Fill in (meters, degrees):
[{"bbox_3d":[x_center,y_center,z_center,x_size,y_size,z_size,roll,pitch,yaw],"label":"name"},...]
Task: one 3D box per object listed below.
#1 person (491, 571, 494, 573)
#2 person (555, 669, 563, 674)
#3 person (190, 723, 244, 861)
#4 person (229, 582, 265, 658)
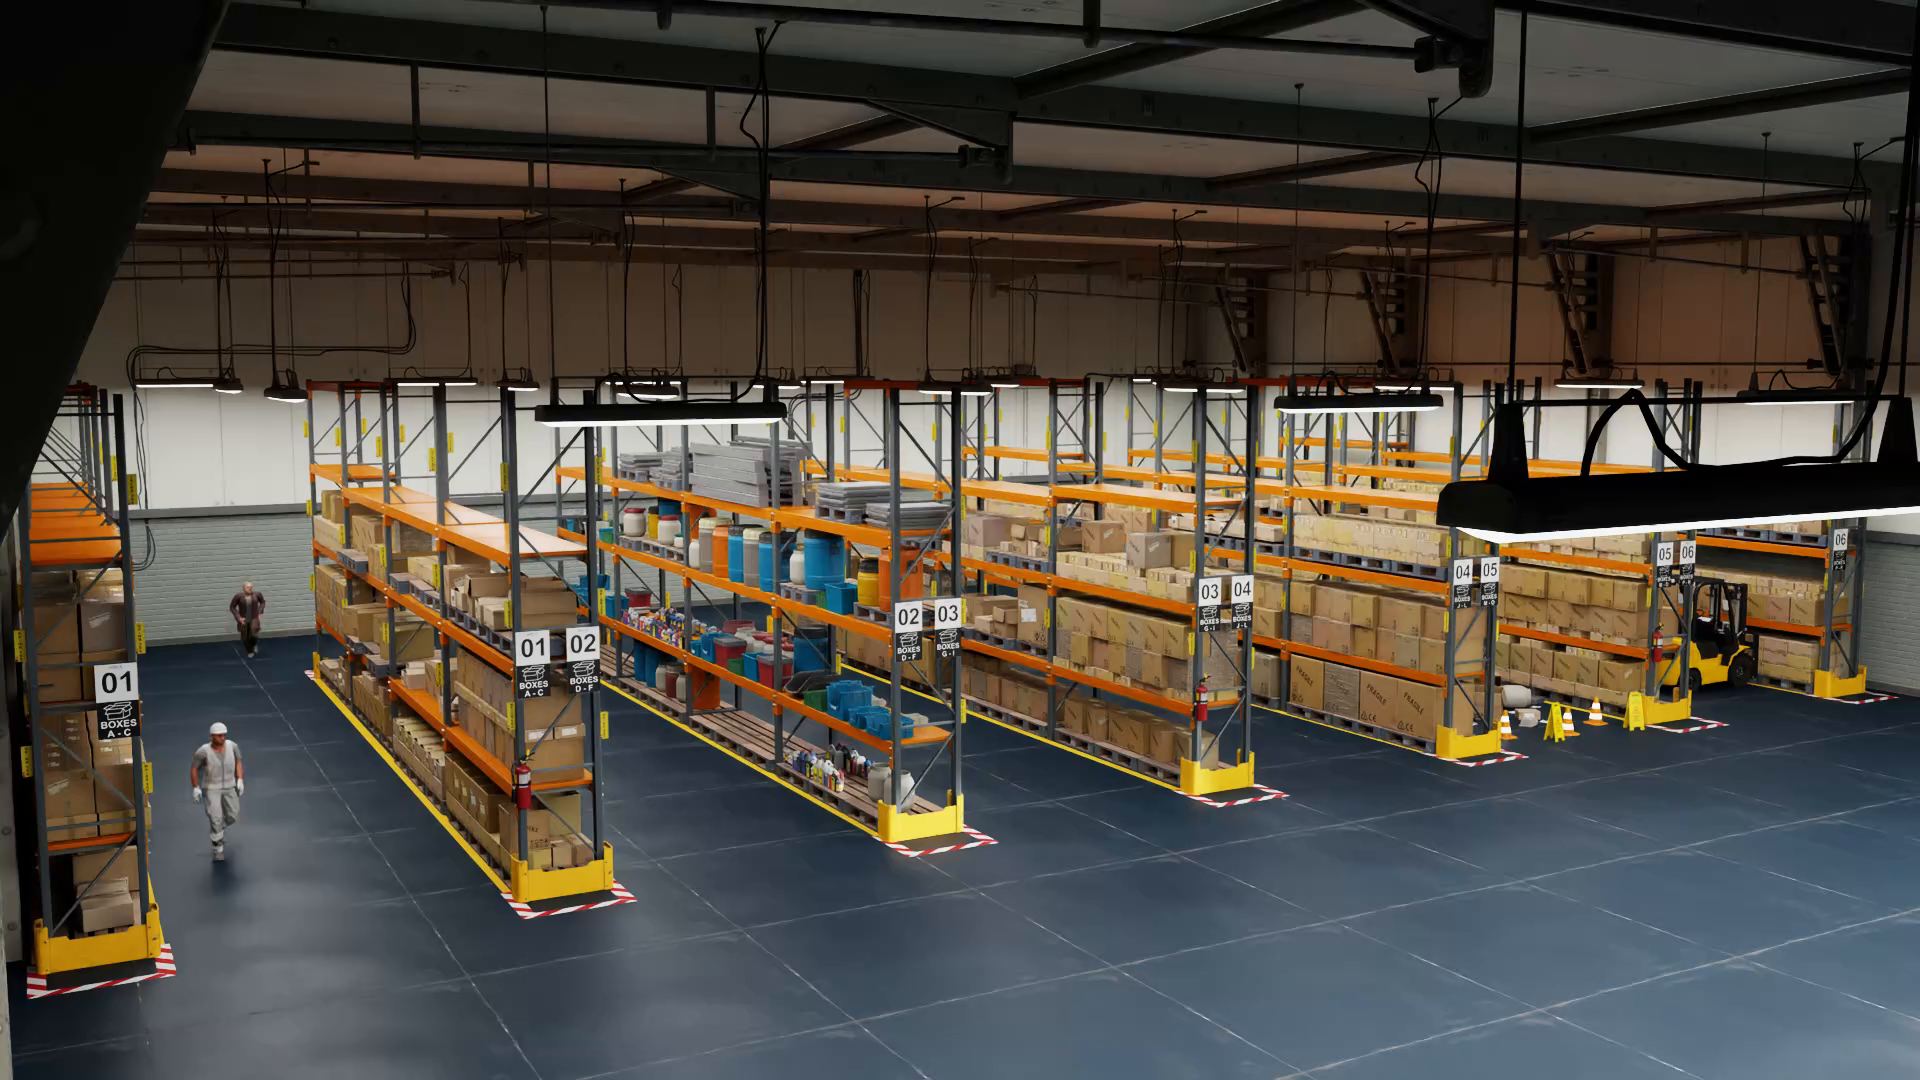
[{"bbox_3d":[-10.297,1.555,36.627,0.618,1.731,1.004,-2,6,-20],"label":"person"},{"bbox_3d":[-7.035,2.478,28.095,0.620,1.762,0.701,-5,8,-37],"label":"person"},{"bbox_3d":[-9.577,3.190,21.397,0.620,1.762,0.717,-6,8,-44],"label":"person"},{"bbox_3d":[-15.262,1.714,35.657,0.697,1.683,0.663,-2,6,-18],"label":"person"}]
